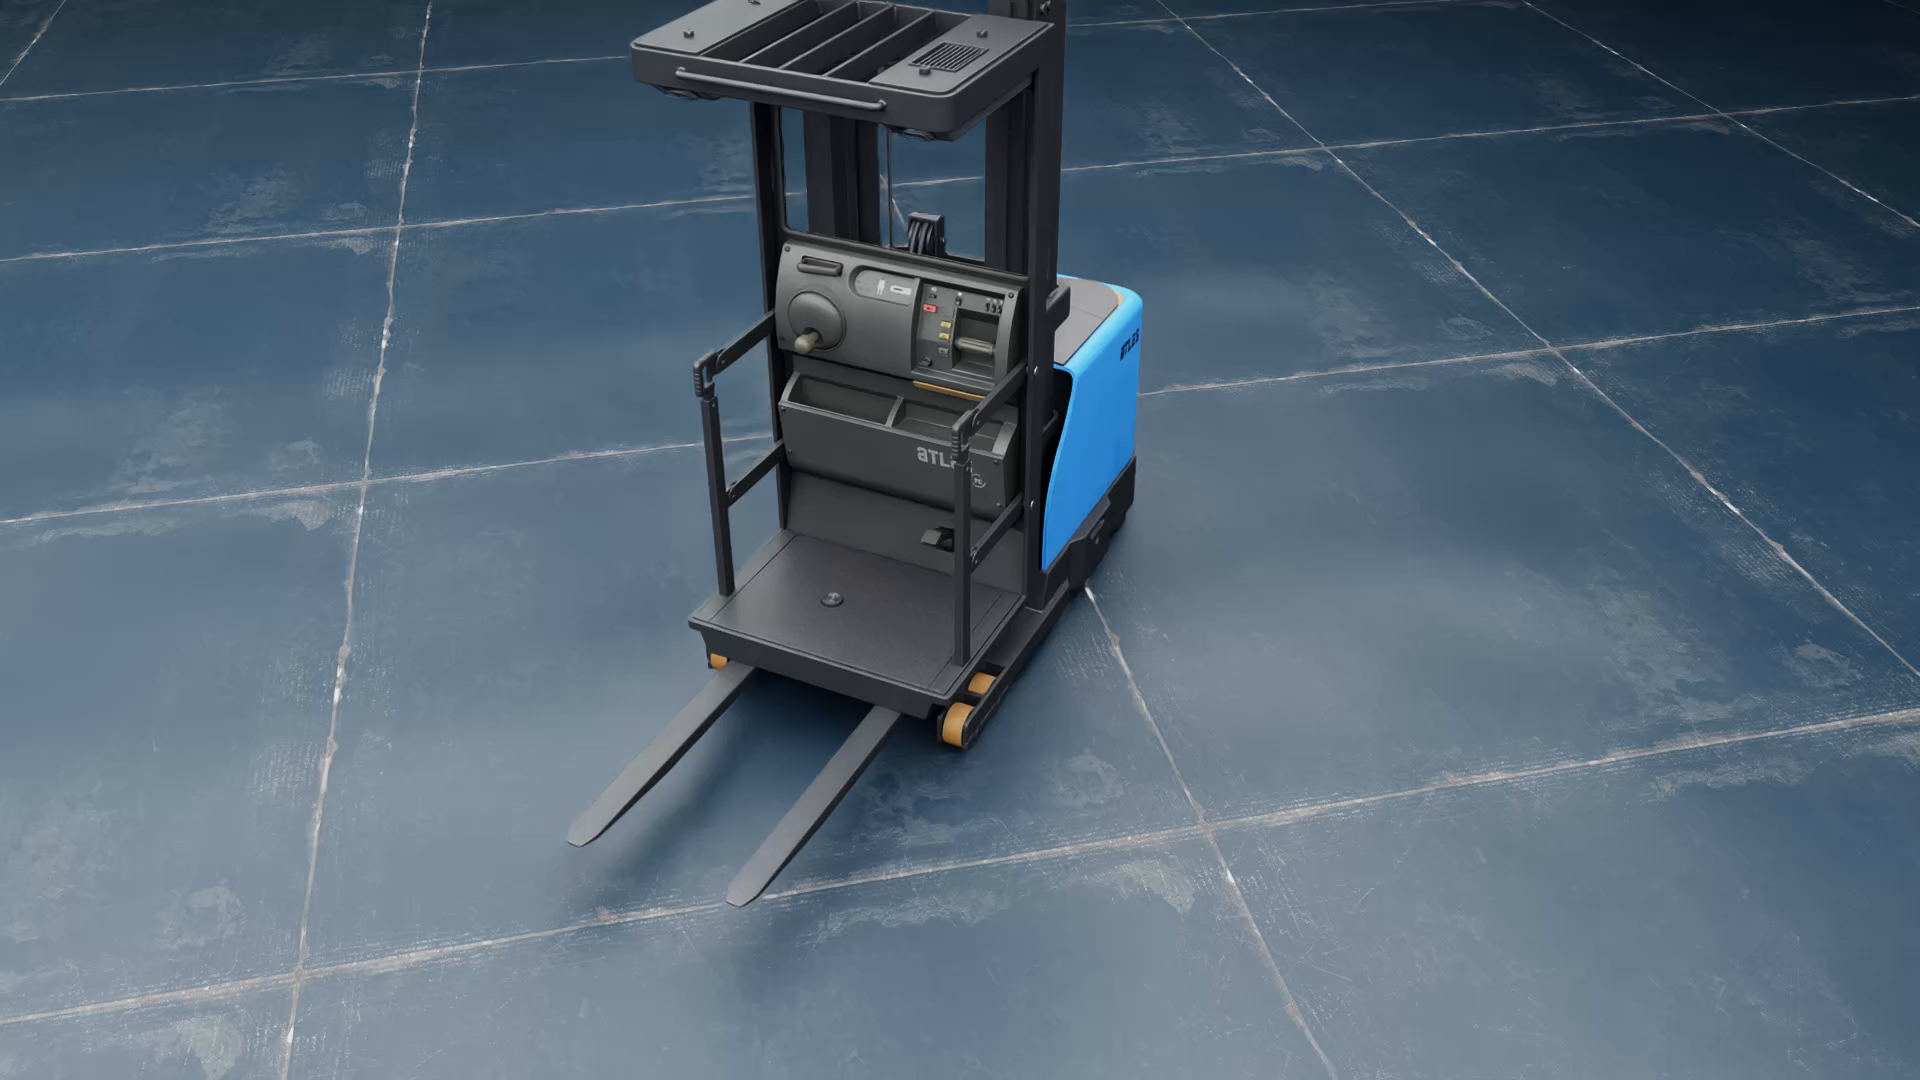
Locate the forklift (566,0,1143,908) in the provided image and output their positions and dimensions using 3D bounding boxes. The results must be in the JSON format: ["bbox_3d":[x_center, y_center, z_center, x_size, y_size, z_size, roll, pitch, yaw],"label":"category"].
[{"bbox_3d":[-0.323,-0.734,5.714,1.130,2.935,3.031,15,37,21],"label":"forklift"}]
